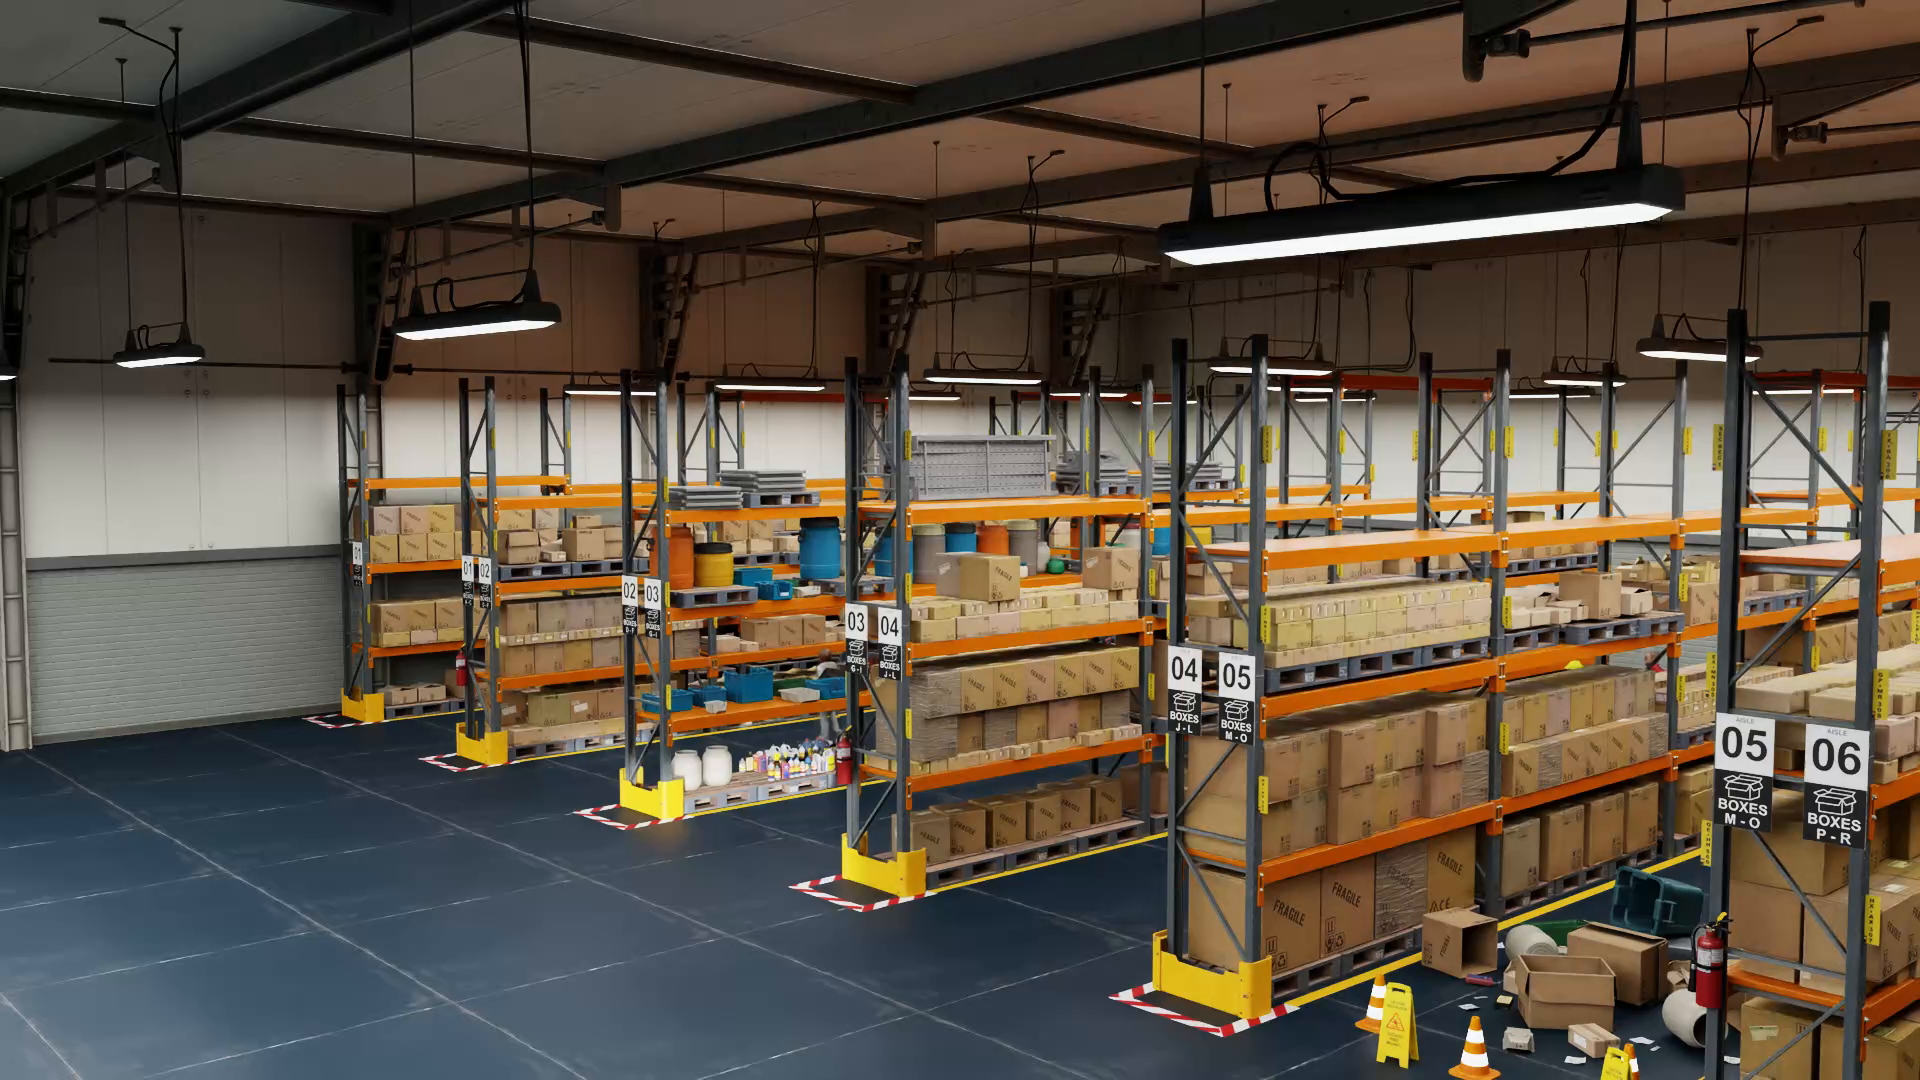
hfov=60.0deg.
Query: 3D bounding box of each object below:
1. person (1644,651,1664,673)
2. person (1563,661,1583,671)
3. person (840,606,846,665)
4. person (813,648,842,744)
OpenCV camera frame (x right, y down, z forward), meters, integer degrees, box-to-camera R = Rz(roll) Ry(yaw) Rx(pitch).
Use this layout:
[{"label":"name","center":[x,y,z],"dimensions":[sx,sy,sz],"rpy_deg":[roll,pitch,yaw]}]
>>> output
[{"label":"person","center":[10.871,2.619,26.084],"dimensions":[0.568,1.756,0.766],"rpy_deg":[3,5,43]},{"label":"person","center":[9.076,2.671,24.692],"dimensions":[0.451,1.764,0.610],"rpy_deg":[0,4,5]},{"label":"person","center":[-2.299,1.948,35.182],"dimensions":[0.493,1.609,0.365],"rpy_deg":[0,4,-6]},{"label":"person","center":[-2.169,2.569,27.217],"dimensions":[0.355,1.608,0.450],"rpy_deg":[4,5,43]}]
